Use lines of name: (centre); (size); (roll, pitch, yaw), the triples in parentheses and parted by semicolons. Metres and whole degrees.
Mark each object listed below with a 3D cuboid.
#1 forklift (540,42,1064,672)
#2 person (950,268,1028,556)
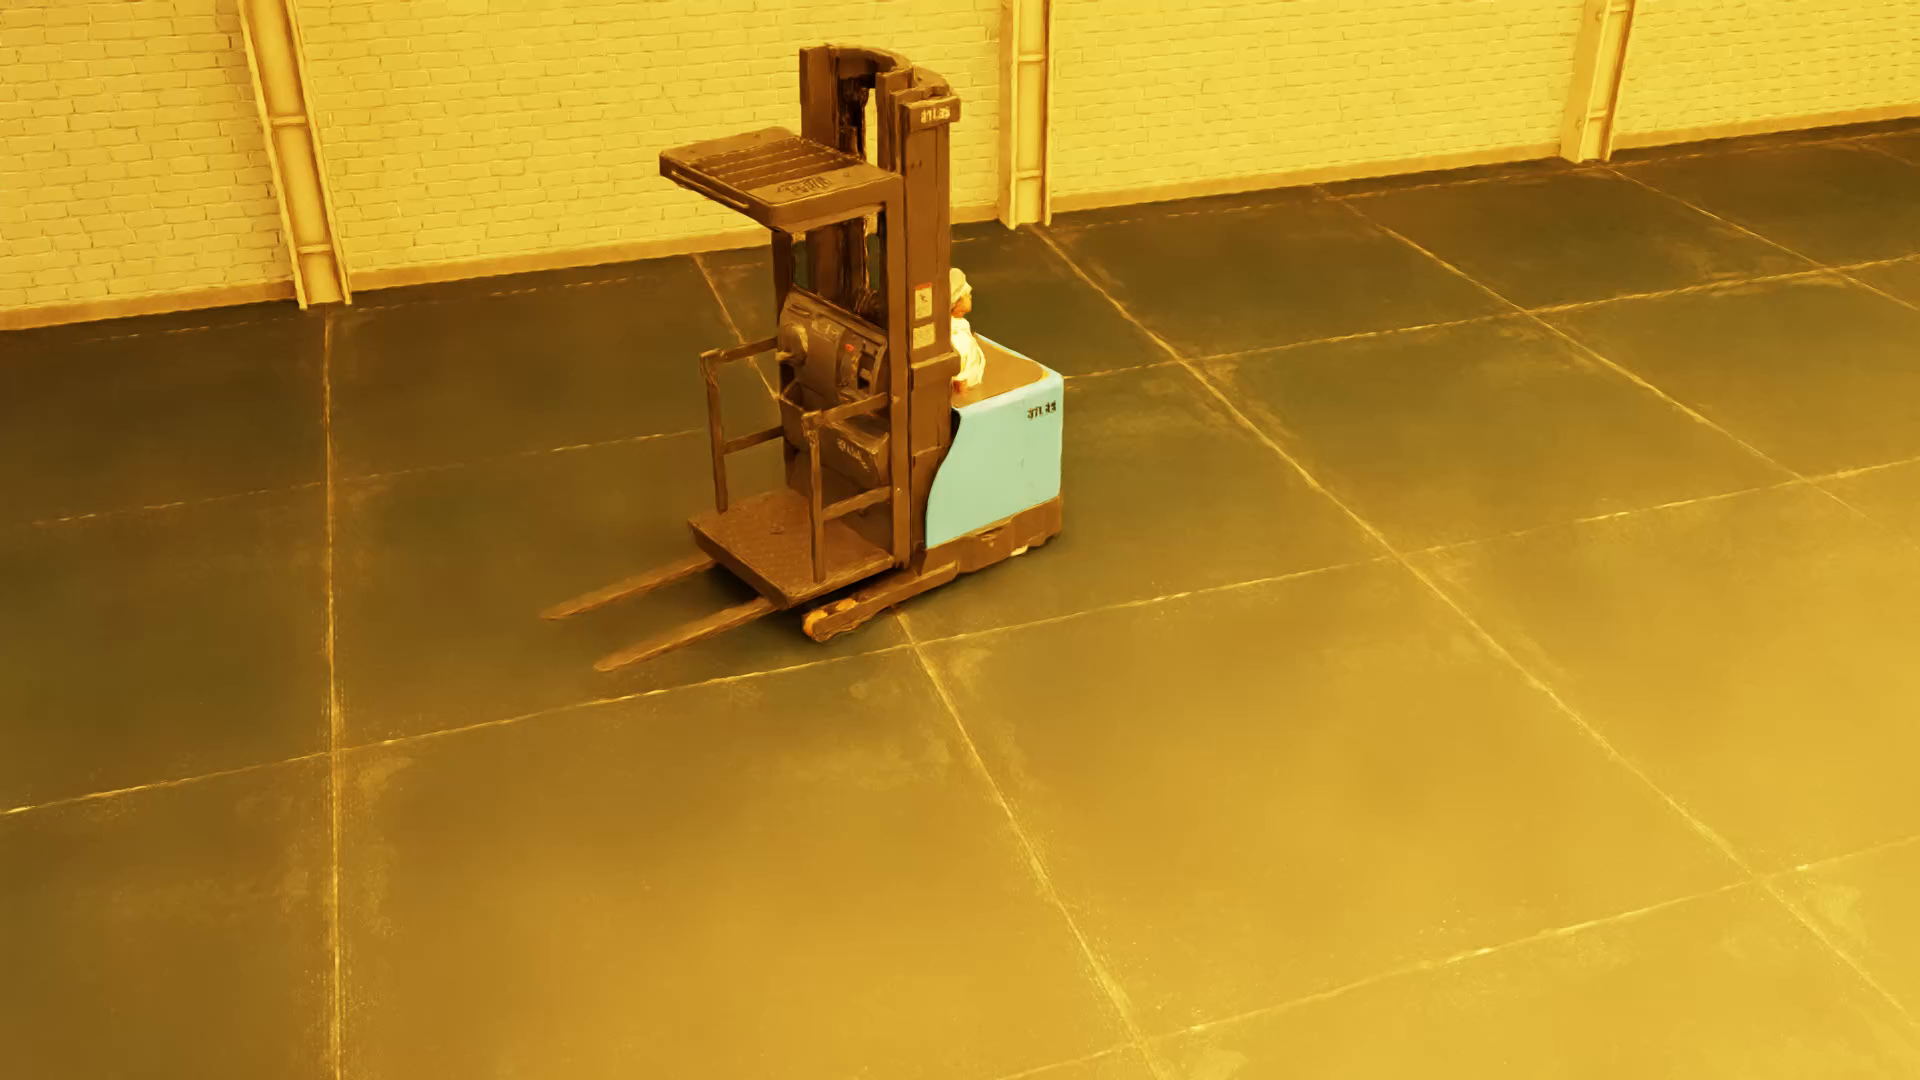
forklift: (-0.855, -1.015, 8.850); (3.031, 2.935, 1.130); (-22, 36, -33)
person: (0.077, -0.743, 9.604); (0.532, 1.693, 0.571); (-10, 31, -16)
